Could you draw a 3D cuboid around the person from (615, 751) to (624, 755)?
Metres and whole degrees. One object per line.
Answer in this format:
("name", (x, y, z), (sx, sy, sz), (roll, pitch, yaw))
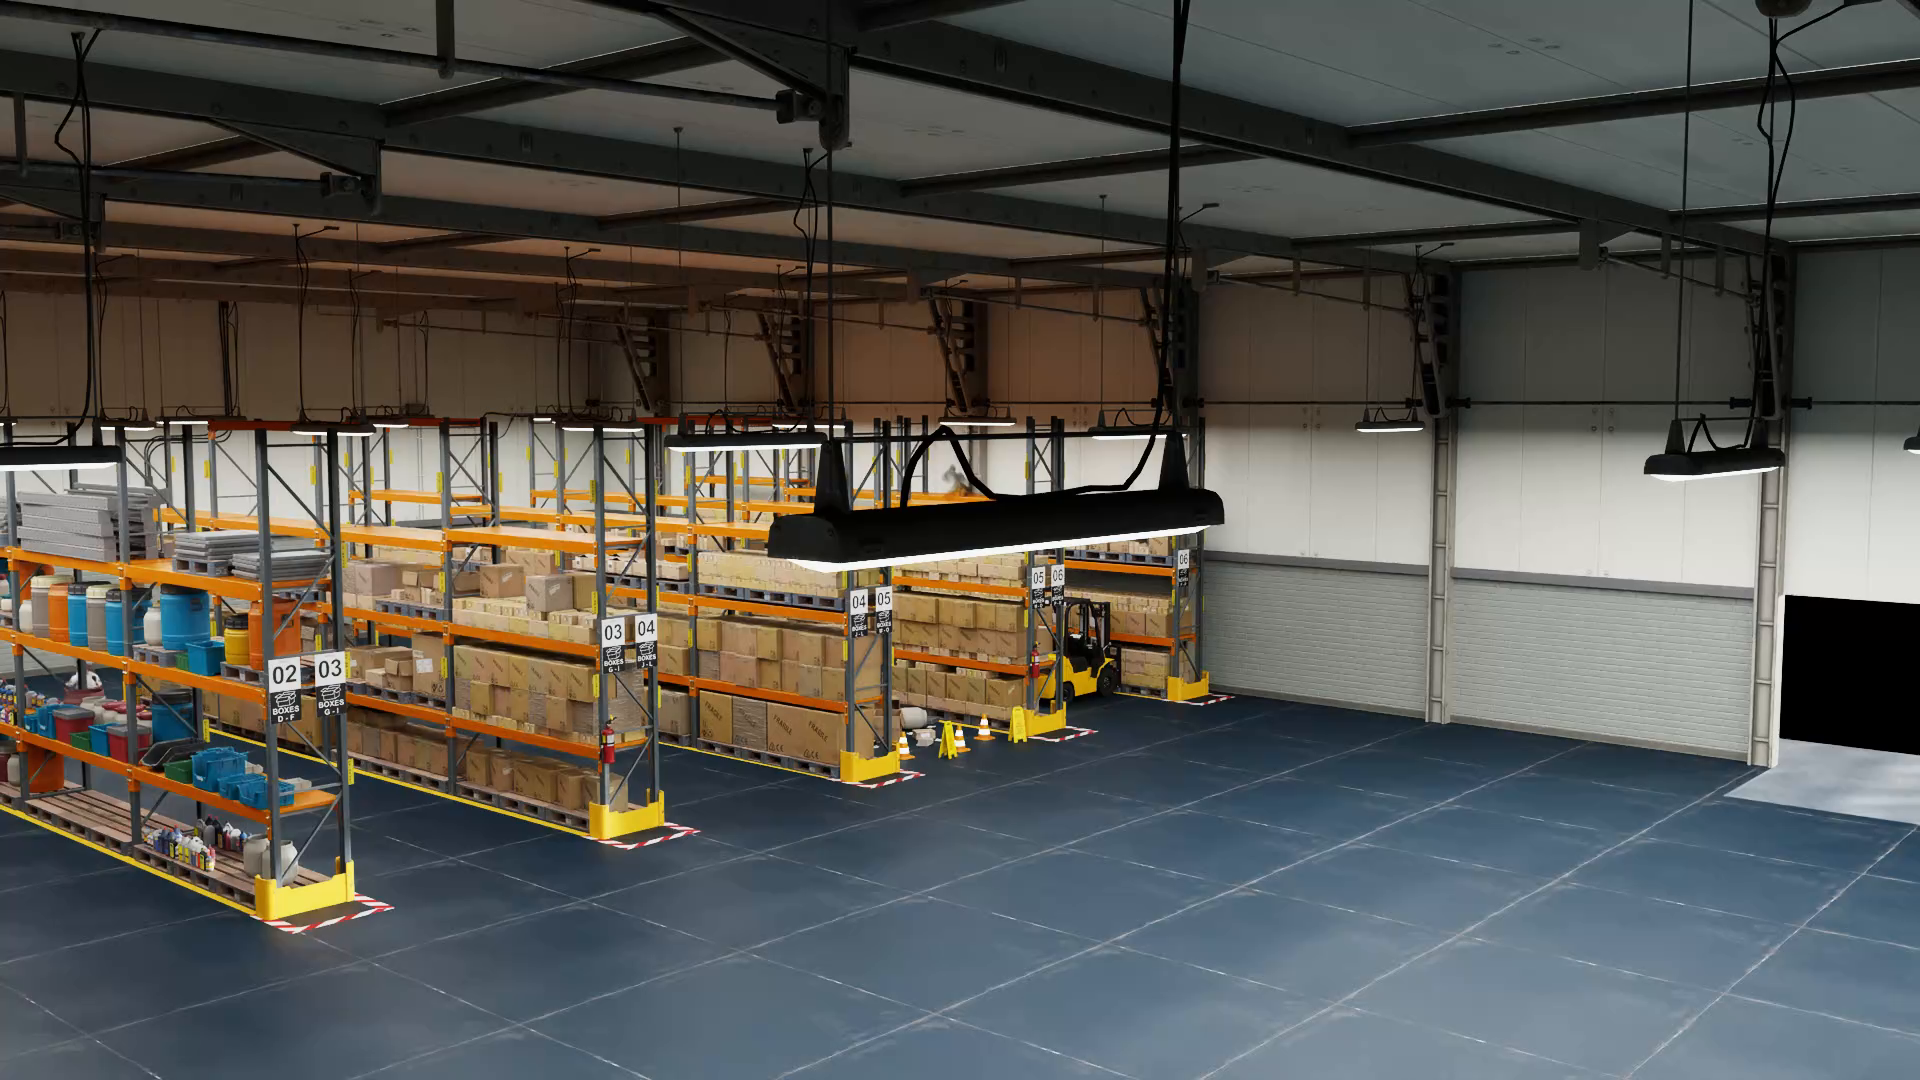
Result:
("person", (-6.291, 3.000, 30.112), (0.756, 1.726, 0.582), (4, 6, 38))

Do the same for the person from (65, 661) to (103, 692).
("person", (-15.847, 2.965, 30.175), (0.932, 1.676, 0.581), (3, 6, 34))

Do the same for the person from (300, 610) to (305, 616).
("person", (-14.907, 2.393, 37.558), (0.701, 1.661, 0.560), (0, 5, 0))
